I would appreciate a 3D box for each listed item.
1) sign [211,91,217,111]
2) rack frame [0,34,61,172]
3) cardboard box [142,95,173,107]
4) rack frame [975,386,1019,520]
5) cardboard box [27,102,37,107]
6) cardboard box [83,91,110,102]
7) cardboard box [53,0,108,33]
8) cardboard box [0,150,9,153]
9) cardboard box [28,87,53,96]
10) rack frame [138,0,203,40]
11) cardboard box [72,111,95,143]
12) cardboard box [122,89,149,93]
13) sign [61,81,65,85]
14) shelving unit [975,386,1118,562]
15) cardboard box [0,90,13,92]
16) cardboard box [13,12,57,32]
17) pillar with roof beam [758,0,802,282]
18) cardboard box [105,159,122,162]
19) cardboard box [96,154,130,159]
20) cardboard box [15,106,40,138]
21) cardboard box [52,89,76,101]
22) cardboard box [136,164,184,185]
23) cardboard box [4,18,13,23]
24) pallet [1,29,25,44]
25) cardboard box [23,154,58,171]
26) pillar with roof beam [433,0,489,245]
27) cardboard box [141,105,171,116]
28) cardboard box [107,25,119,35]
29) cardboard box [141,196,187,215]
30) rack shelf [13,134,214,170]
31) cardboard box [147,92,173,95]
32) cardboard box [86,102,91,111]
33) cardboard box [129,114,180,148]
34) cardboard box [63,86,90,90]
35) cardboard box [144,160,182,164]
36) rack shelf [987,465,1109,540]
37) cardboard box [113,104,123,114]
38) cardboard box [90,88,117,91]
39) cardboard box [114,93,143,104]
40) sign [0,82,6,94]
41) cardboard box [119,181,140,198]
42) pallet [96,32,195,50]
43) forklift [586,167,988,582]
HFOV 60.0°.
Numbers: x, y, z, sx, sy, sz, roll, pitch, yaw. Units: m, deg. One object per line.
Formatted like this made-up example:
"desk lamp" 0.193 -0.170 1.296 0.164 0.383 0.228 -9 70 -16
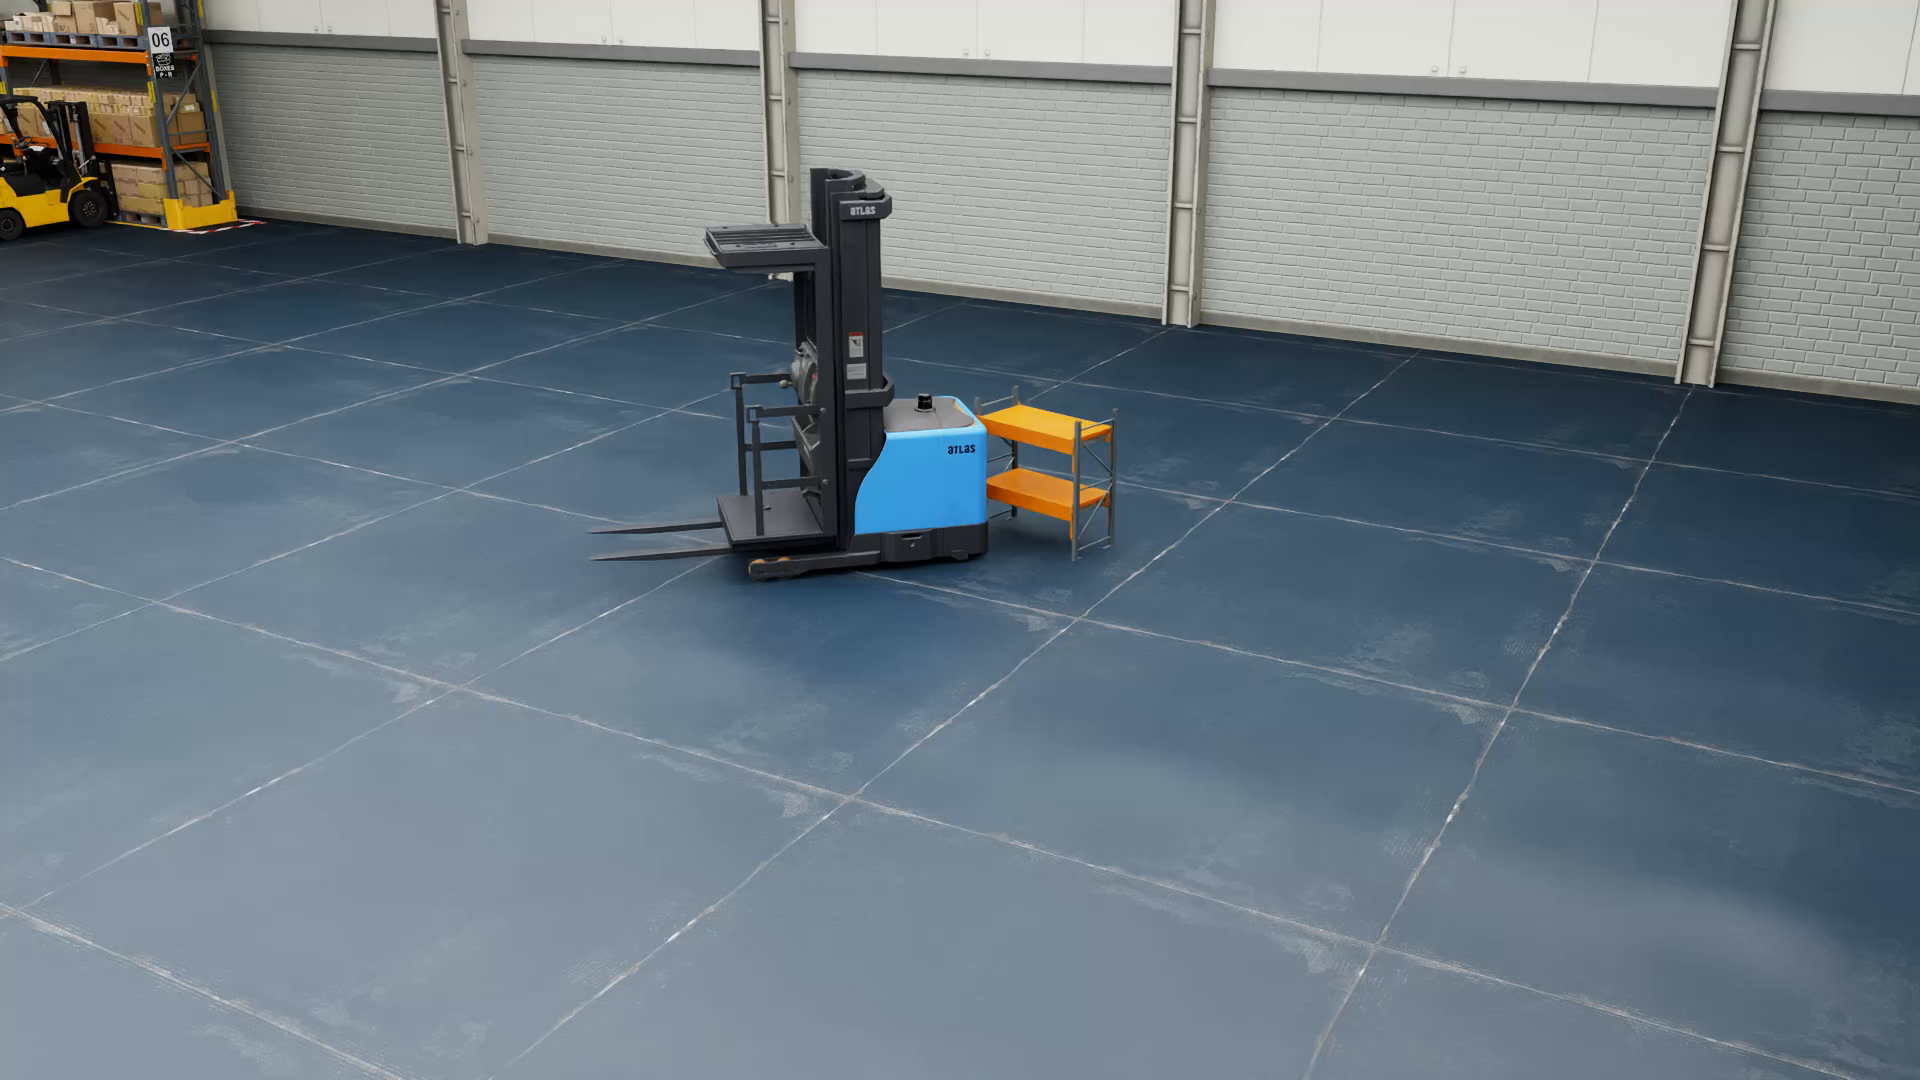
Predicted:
"sign" -12.499 -7.342 27.822 0.005 0.325 0.100 11 23 27
"rack frame" -16.267 -7.399 29.364 0.127 3.000 1.000 11 23 27
"cardboard box" -13.191 -7.223 27.343 0.250 0.149 0.380 11 23 27
"rack frame" 0.298 -0.660 13.535 0.032 1.125 0.500 17 26 40
"cardboard box" -15.891 -7.577 28.757 0.250 0.149 0.380 11 23 29
"cardboard box" -14.533 -7.476 28.042 0.250 0.149 0.380 11 23 28
"cardboard box" -14.618 -8.747 27.767 0.637 0.503 0.797 12 23 29
"cardboard box" -18.060 -6.819 30.633 0.625 0.625 0.875 10 22 25
"cardboard box" -15.853 -7.738 28.765 0.250 0.149 0.380 11 23 28
"rack frame" -12.775 -9.554 26.507 0.127 3.000 1.000 11 23 27
"cardboard box" -14.673 -7.039 28.225 0.500 0.500 0.500 11 23 28
"cardboard box" -14.046 -7.593 28.366 0.250 0.149 0.380 10 22 26
"sign" -15.998 -8.009 29.659 0.005 0.325 0.100 11 23 27
"shelving unit" 0.672 -0.542 13.211 1.048 1.125 0.538 17 26 40
"cardboard box" -17.129 -8.012 29.955 0.250 0.149 0.380 11 22 27
"cardboard box" -15.660 -8.801 28.198 0.500 0.311 0.500 11 23 28
"pillar with roof beam" -4.567 -6.661 18.532 0.400 9.000 9.100 11 23 27
"cardboard box" -14.662 -6.343 28.403 0.500 0.250 0.500 10 22 26
"cardboard box" -14.859 -6.582 29.061 0.500 0.250 0.500 11 23 28
"cardboard box" -16.007 -7.295 28.929 0.500 0.500 0.500 10 22 26
"cardboard box" -15.220 -7.585 28.342 0.250 0.149 0.380 10 22 26
"cardboard box" -13.329 -6.093 27.712 0.500 0.250 0.500 12 23 29
"cardboard box" -16.913 -9.135 29.357 0.250 0.149 0.380 11 23 27
"pallet" -17.044 -8.862 29.279 1.217 0.209 0.805 10 22 25
"cardboard box" -15.998 -6.600 29.112 0.500 0.250 0.500 10 22 26
"pillar with roof beam" -9.805 -7.659 21.282 0.400 9.000 9.100 11 23 27
"cardboard box" -13.215 -7.060 27.332 0.250 0.149 0.380 11 23 28
"cardboard box" -13.647 -8.318 27.104 0.250 0.149 0.380 10 22 26
"cardboard box" -13.340 -5.623 27.884 0.500 0.250 0.500 11 23 28
"rack shelf" -14.521 -6.728 28.570 4.000 0.370 1.077 11 23 27
"cardboard box" -13.414 -7.438 27.938 0.250 0.149 0.380 11 23 28
"cardboard box" -14.521 -7.335 28.088 0.250 0.149 0.380 11 22 27
"cardboard box" -13.333 -6.785 27.523 0.500 0.500 0.500 10 22 26
"cardboard box" -15.405 -7.834 29.028 0.250 0.149 0.380 11 22 27
"cardboard box" -13.541 -6.327 28.359 0.500 0.250 0.500 11 23 27
"rack shelf" 0.672 -0.313 13.294 1.000 0.278 0.538 17 26 40
"cardboard box" -13.860 -7.200 27.717 0.250 0.149 0.380 11 22 27
"cardboard box" -14.739 -7.705 28.674 0.250 0.149 0.380 11 22 27
"cardboard box" -13.844 -7.353 27.704 0.250 0.149 0.380 11 23 28
"sign" -16.524 -7.743 28.731 0.005 0.325 0.100 11 23 27
"cardboard box" -13.785 -5.948 28.048 0.500 0.250 0.500 11 22 27
"pallet" -13.380 -8.228 27.379 1.213 0.211 1.003 11 23 27
"forklift" -1.355 -1.262 12.545 3.031 2.935 1.130 -5 21 -13
